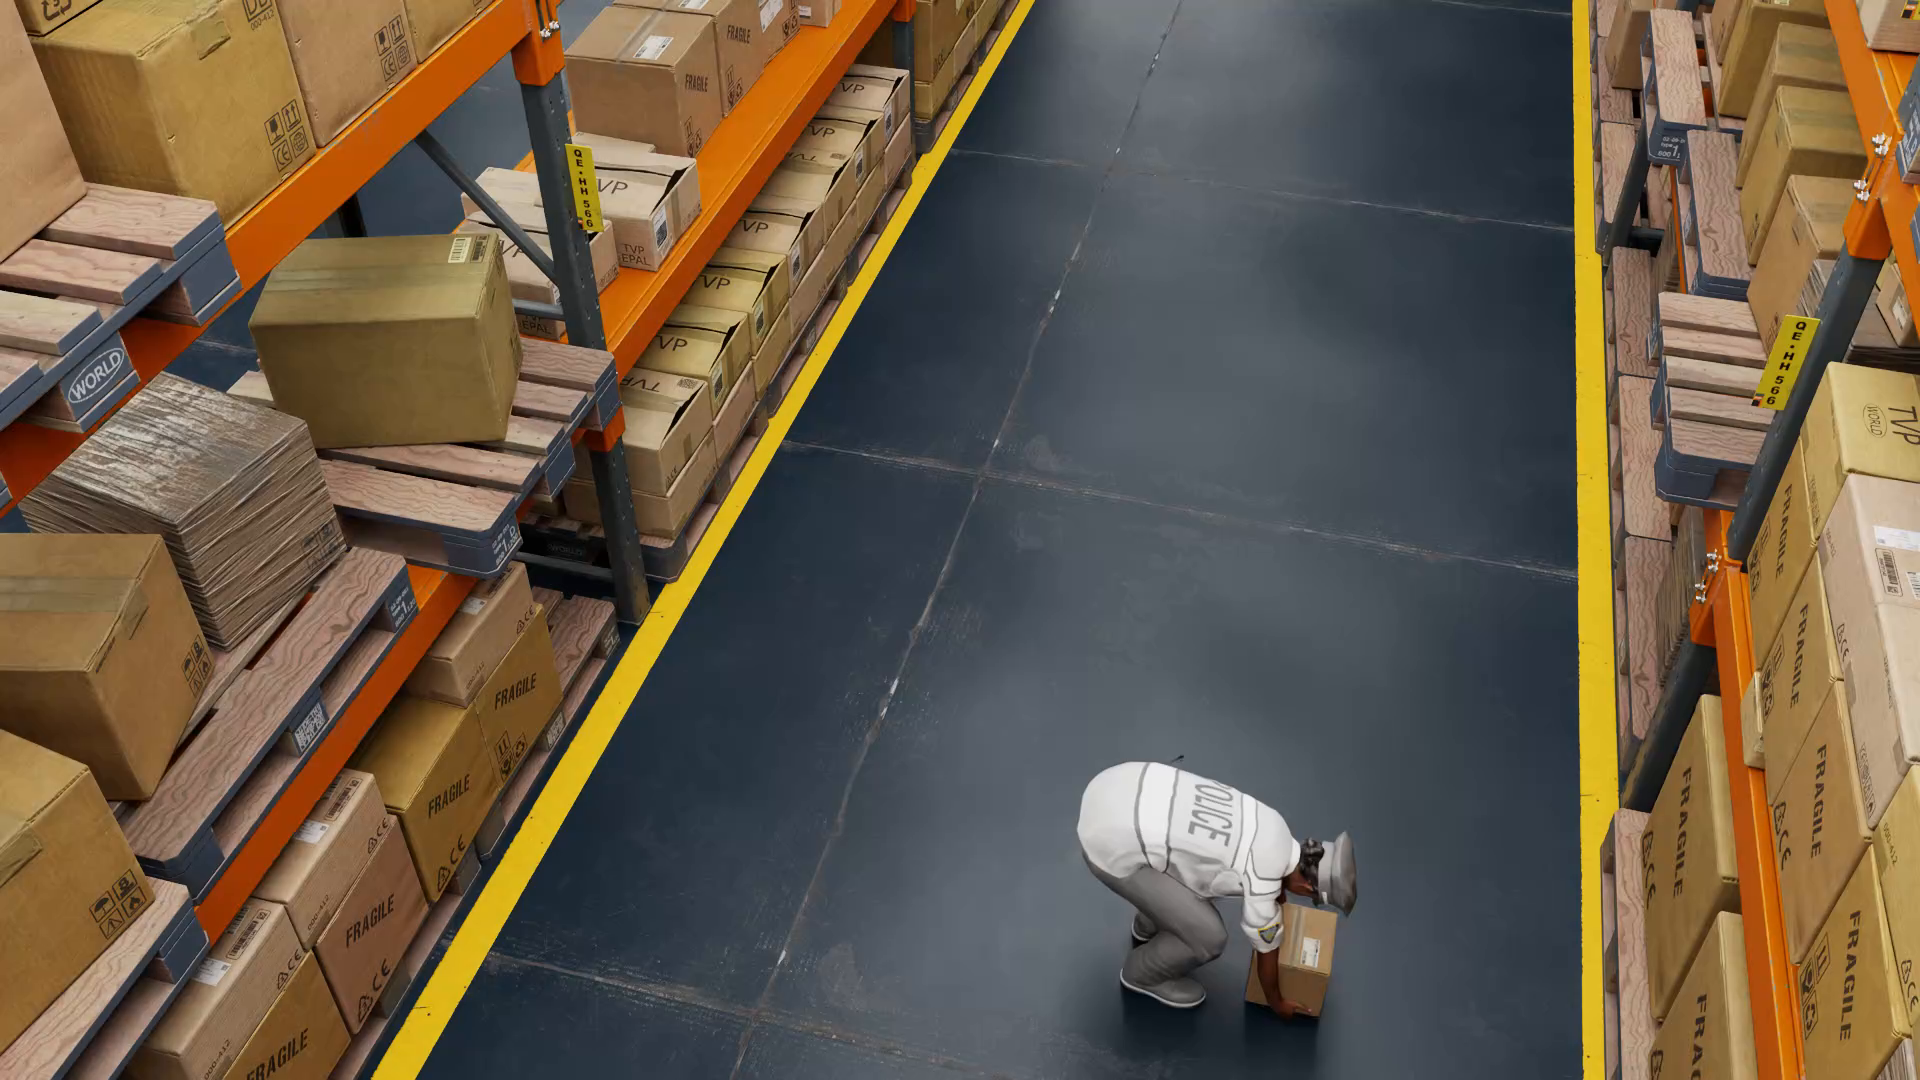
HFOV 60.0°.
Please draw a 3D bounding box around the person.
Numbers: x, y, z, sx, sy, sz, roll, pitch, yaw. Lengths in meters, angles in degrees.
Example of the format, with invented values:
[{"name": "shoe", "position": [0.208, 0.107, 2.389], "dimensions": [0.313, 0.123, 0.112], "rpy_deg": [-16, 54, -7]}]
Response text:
[{"name": "person", "position": [0.826, 1.144, 5.437], "dimensions": [0.905, 0.896, 0.447], "rpy_deg": [8, 42, 9]}]
